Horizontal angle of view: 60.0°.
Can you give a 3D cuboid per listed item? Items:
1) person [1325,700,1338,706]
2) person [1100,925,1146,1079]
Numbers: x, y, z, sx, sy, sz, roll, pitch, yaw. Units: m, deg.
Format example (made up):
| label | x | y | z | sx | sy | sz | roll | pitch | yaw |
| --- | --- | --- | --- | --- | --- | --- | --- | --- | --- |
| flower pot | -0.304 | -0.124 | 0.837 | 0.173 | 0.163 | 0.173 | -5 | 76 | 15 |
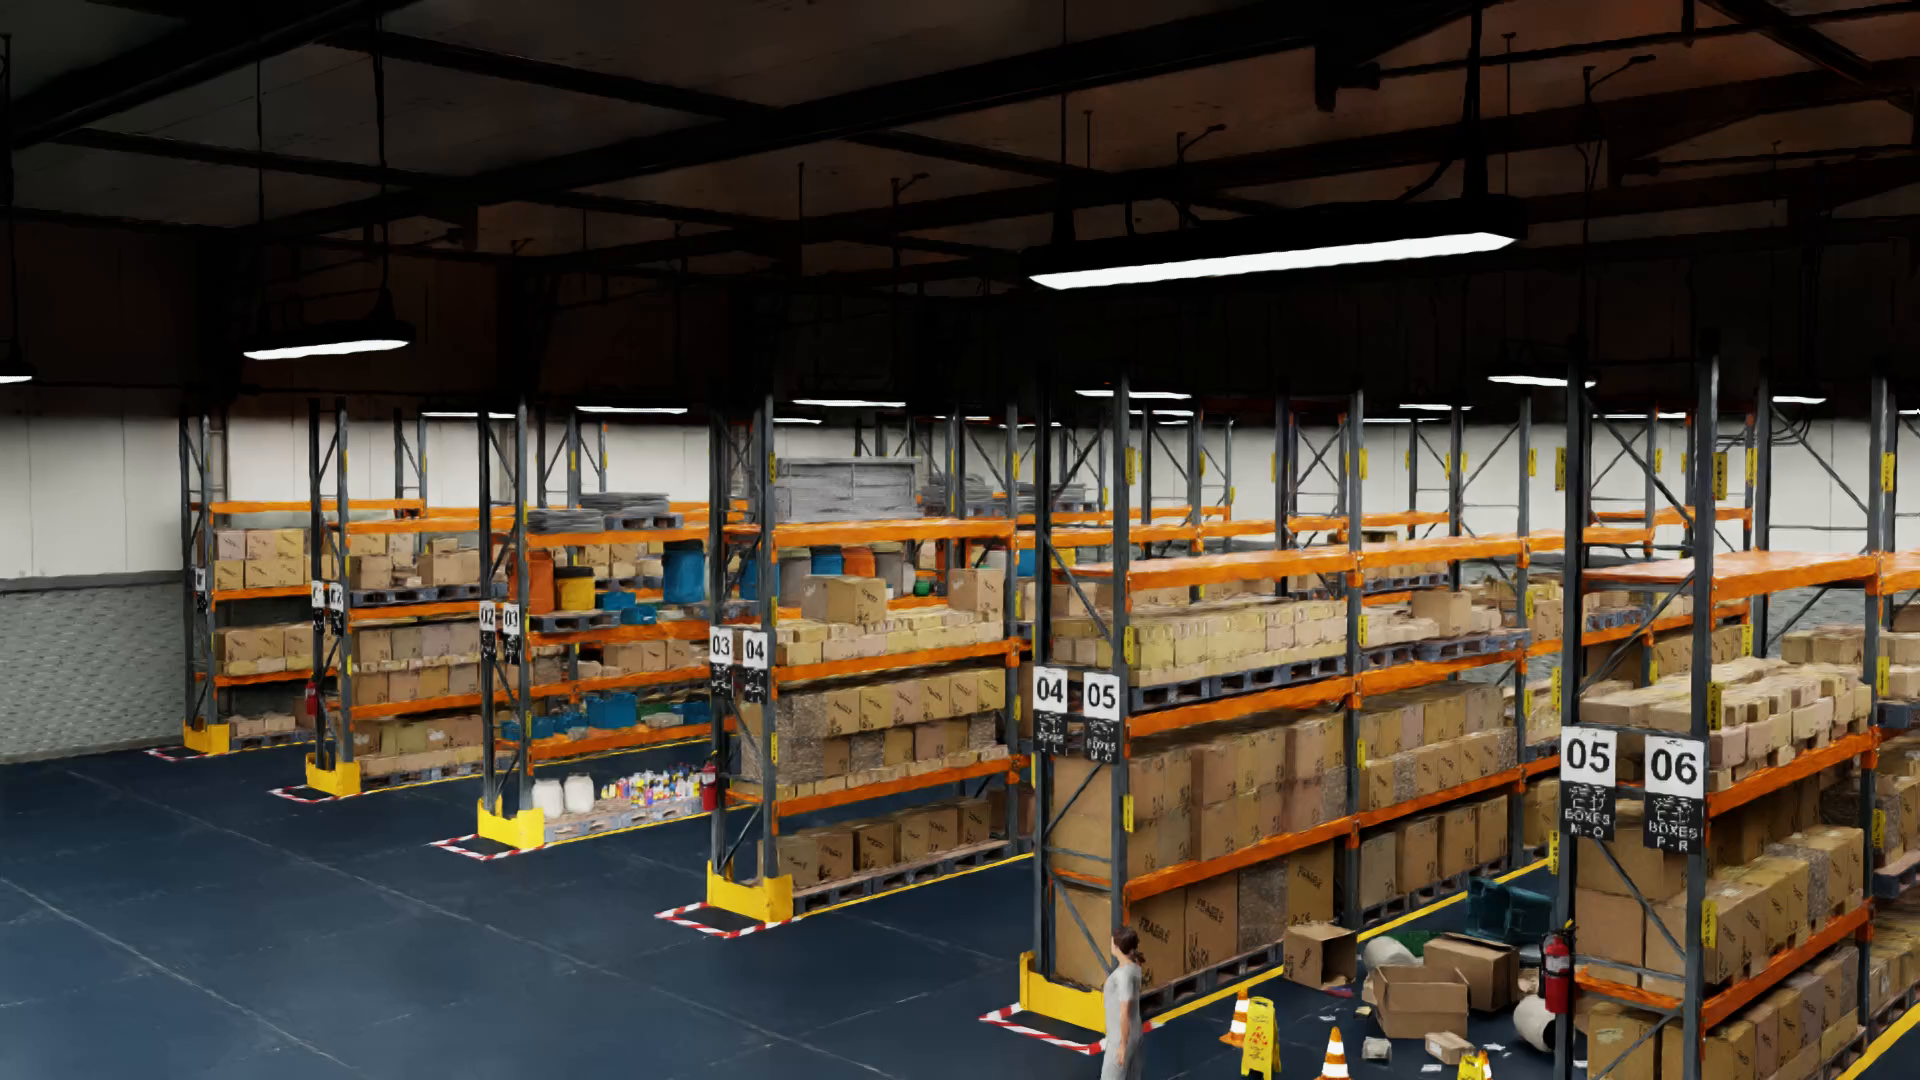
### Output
| label | x | y | z | sx | sy | sz | roll | pitch | yaw |
| --- | --- | --- | --- | --- | --- | --- | --- | --- | --- |
| person | 5.420 | 3.097 | 23.964 | 0.571 | 1.625 | 0.532 | 3 | 4 | 41 |
| person | 1.222 | 3.675 | 12.205 | 0.386 | 1.666 | 0.563 | 1 | 3 | 16 |
